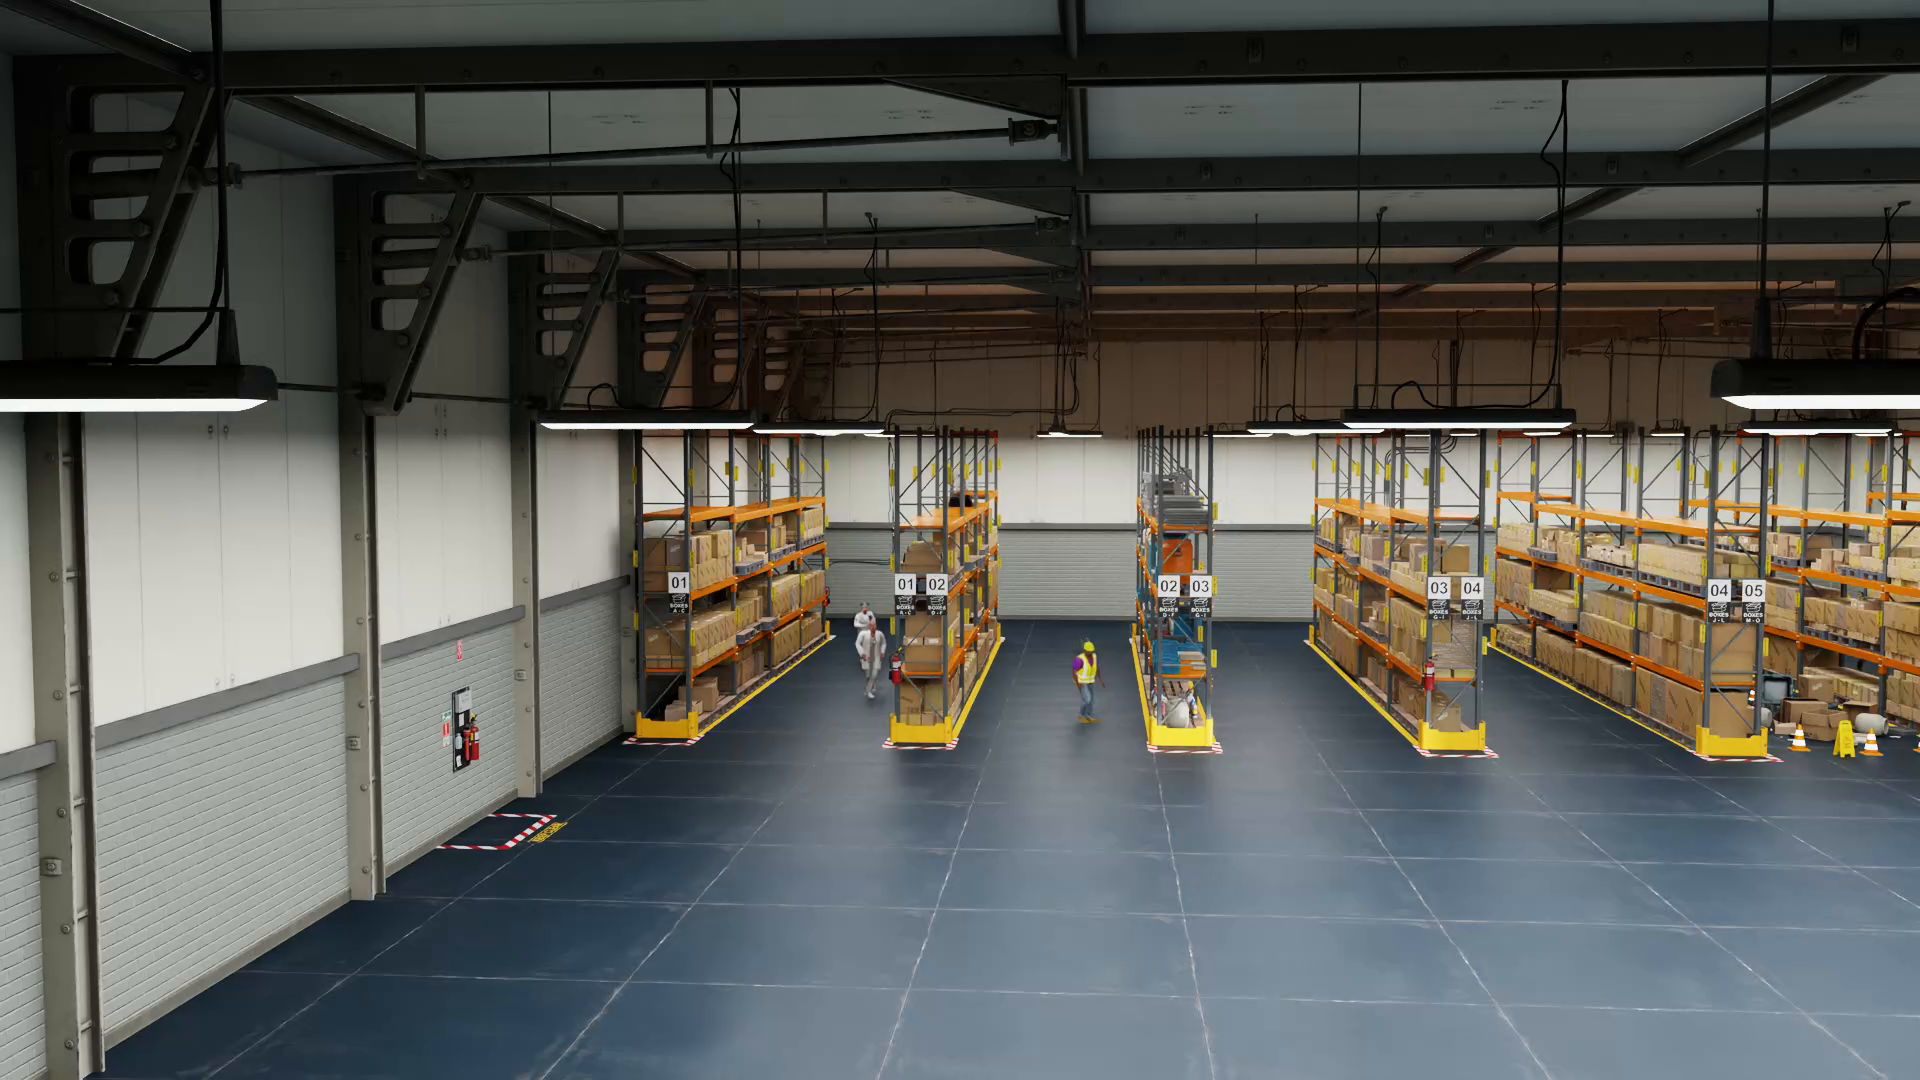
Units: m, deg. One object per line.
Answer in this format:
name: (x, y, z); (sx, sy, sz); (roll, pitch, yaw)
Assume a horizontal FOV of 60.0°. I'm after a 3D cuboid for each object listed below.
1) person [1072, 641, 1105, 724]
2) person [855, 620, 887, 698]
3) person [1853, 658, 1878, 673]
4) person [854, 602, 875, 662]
person: (2.573, 2.865, 33.524); (0.713, 1.695, 0.625); (-3, 4, -37)
person: (-1.990, 2.639, 37.138); (0.707, 1.732, 0.649); (0, 3, -7)
person: (22.137, 2.377, 40.478); (0.655, 1.766, 1.000); (0, 3, -4)
person: (-2.413, 2.376, 42.268); (0.610, 1.638, 0.919); (-1, 4, -13)
